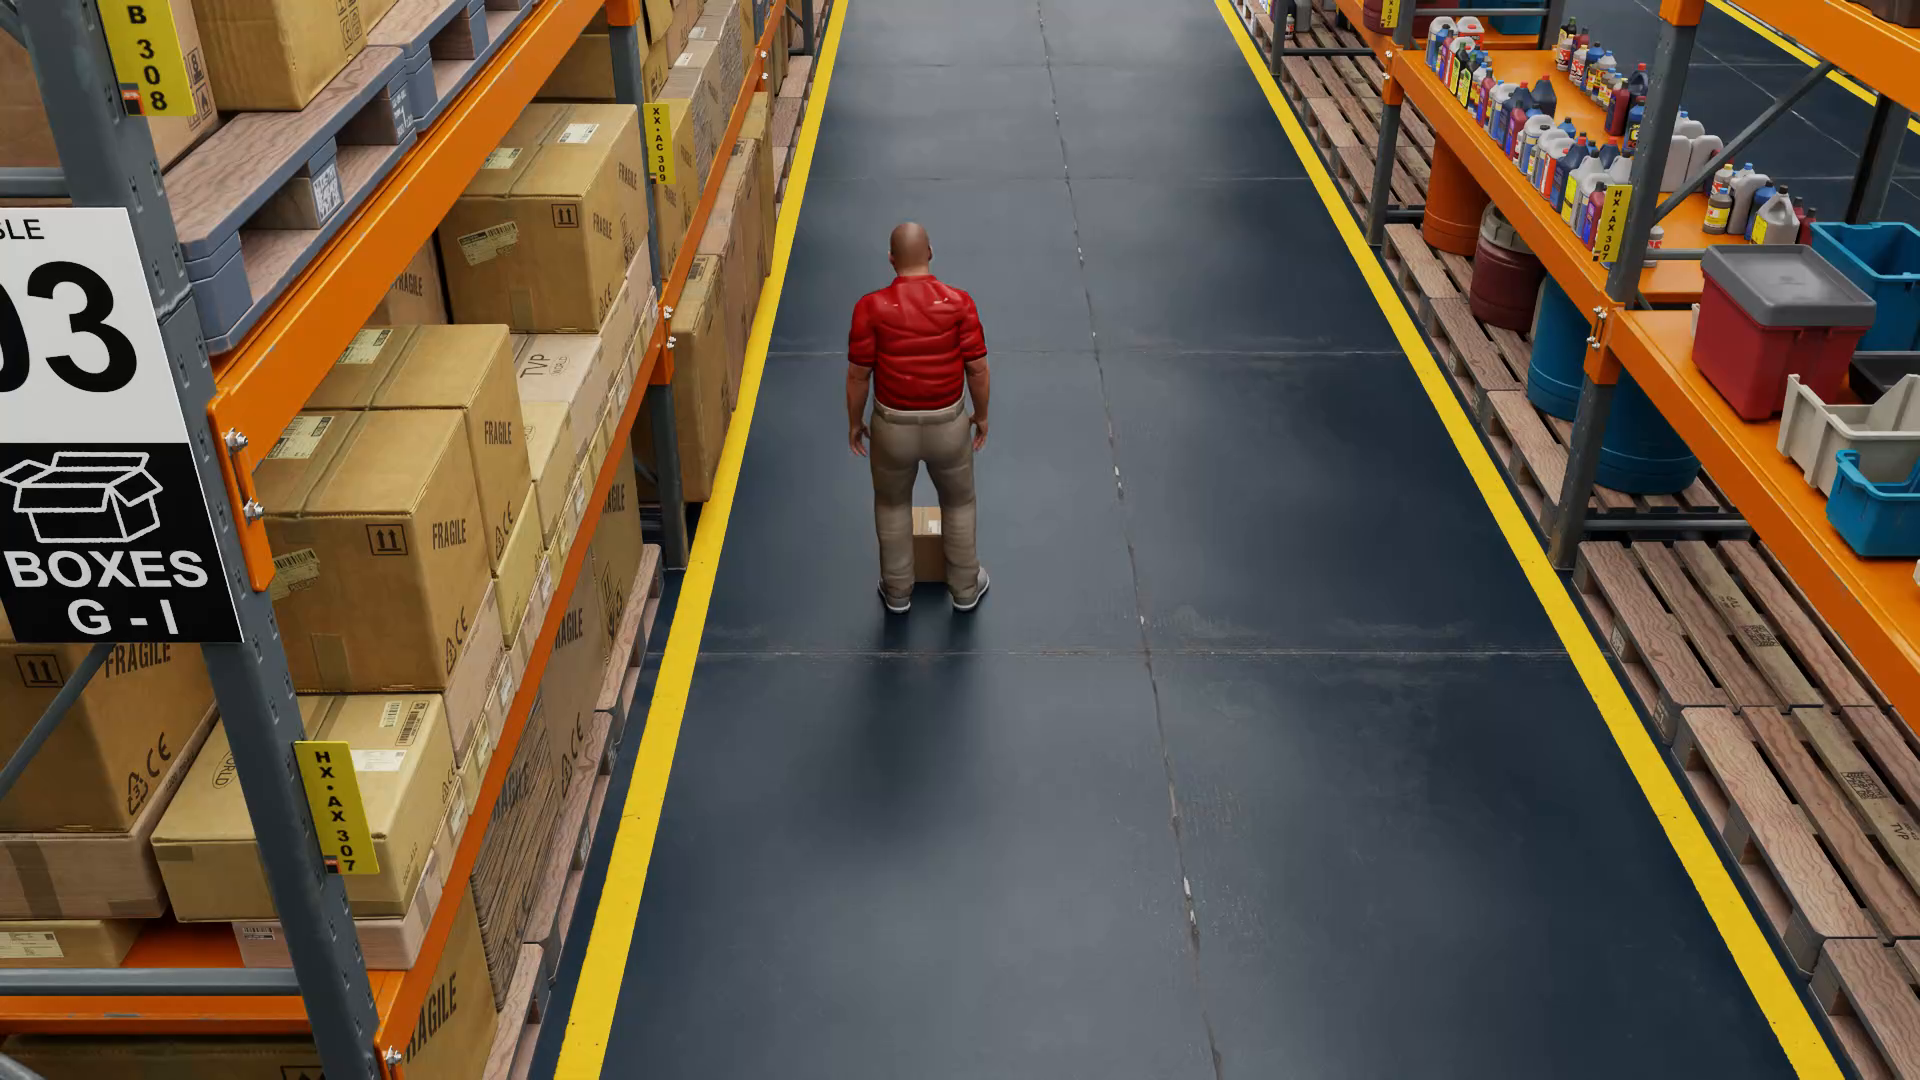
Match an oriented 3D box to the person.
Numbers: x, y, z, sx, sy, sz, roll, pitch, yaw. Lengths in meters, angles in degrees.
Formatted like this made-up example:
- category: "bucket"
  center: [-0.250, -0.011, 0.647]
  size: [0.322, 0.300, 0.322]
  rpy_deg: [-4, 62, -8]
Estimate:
- category: "person"
  center: [-0.166, -0.480, 6.935]
  size: [0.606, 1.727, 0.387]
  rpy_deg: [-2, 31, -3]
